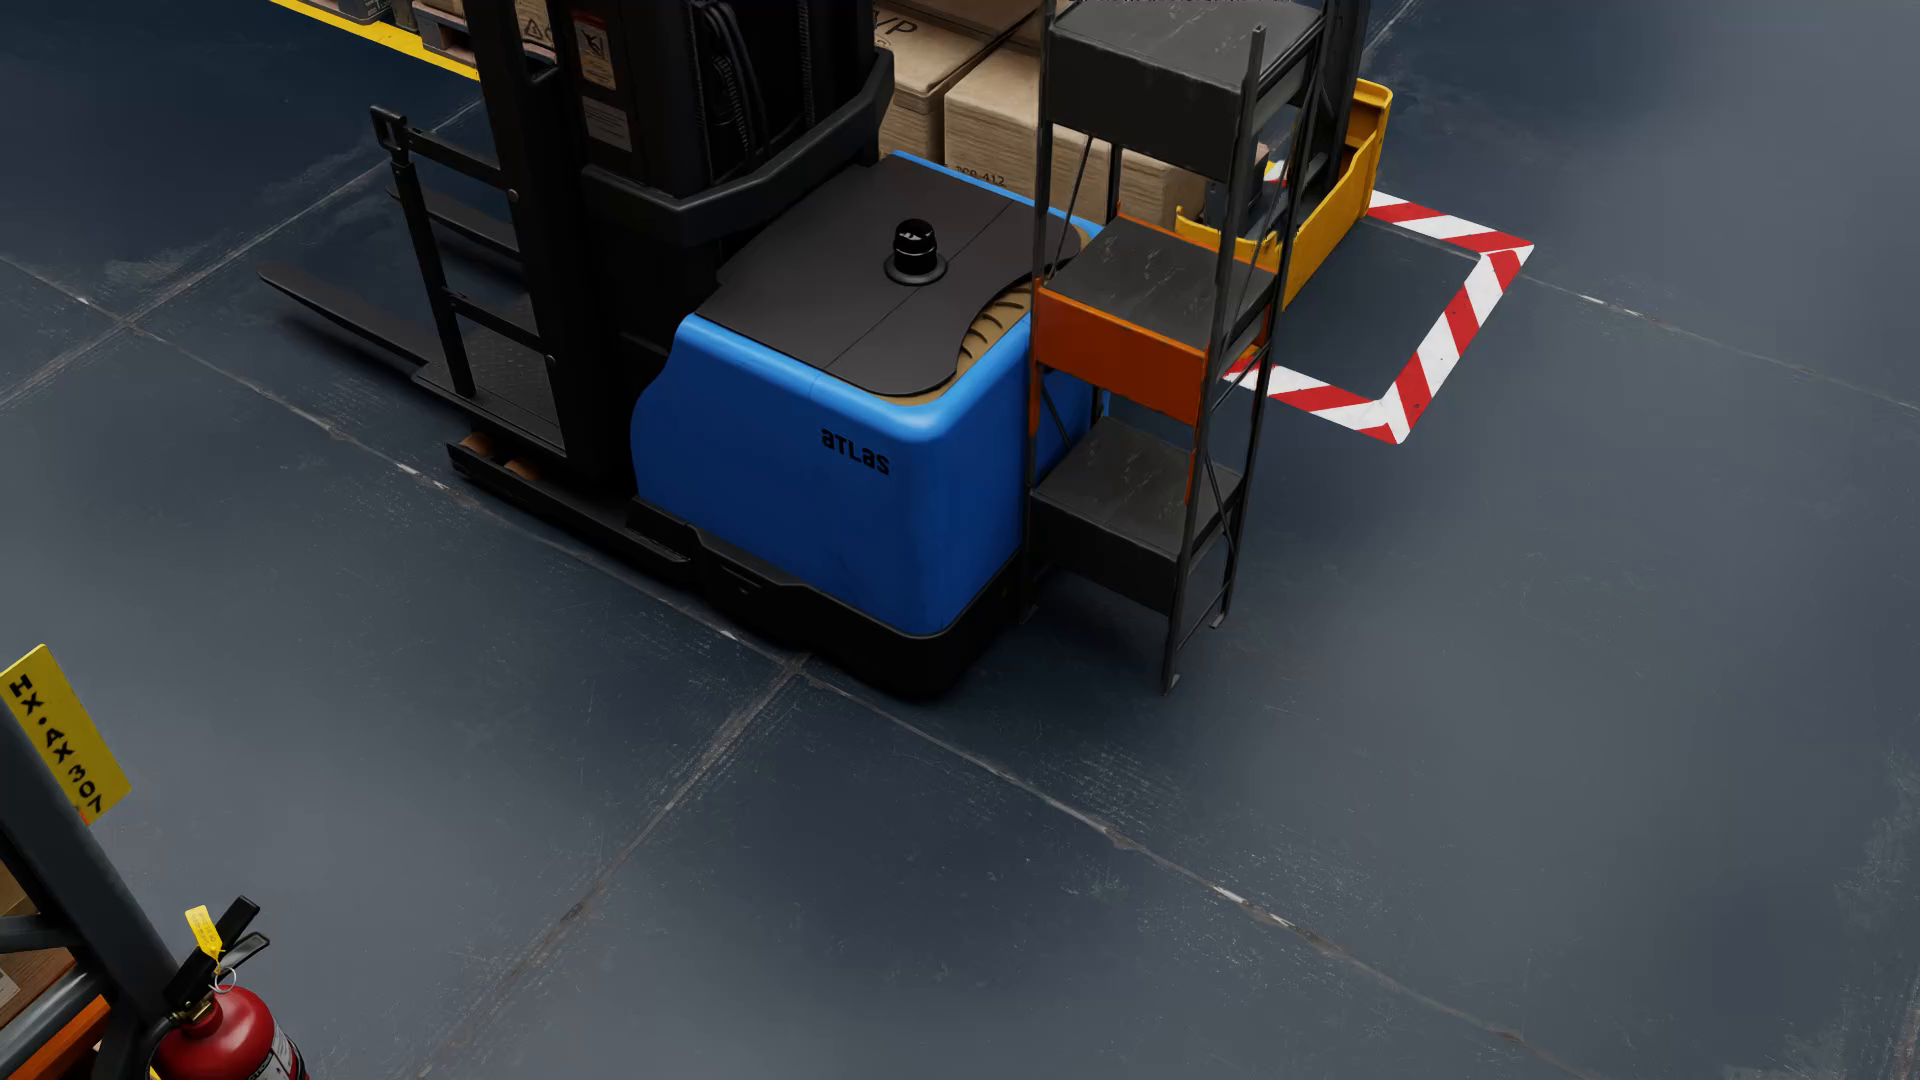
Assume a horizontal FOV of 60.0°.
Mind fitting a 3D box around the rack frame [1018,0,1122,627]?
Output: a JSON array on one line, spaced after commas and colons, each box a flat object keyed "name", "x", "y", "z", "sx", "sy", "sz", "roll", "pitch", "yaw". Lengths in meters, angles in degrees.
[{"name": "rack frame", "x": 0.293, "y": -0.592, "z": 4.361, "sx": 0.015, "sy": 2.100, "sz": 0.400, "roll": 26, "pitch": 51, "yaw": 23}]

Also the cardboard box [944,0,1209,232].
[{"name": "cardboard box", "x": 0.538, "y": -1.538, "z": 6.146, "sx": 0.875, "sy": 0.438, "sz": 0.875, "roll": 23, "pitch": 50, "yaw": 21}]

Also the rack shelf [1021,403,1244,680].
[{"name": "rack shelf", "x": 0.496, "y": 0.003, "z": 4.778, "sx": 0.480, "sy": 0.518, "sz": 0.431, "roll": 26, "pitch": 51, "yaw": 23}]

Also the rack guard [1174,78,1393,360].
[{"name": "rack guard", "x": 1.167, "y": -1.209, "z": 6.076, "sx": 0.348, "sy": 0.500, "sz": 1.175, "roll": 25, "pitch": 51, "yaw": 22}]

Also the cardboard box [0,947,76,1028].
[{"name": "cardboard box", "x": -1.658, "y": 0.704, "z": 2.650, "sx": 0.250, "sy": 0.149, "sz": 0.380, "roll": 24, "pitch": 51, "yaw": 22}]

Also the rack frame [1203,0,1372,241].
[{"name": "rack frame", "x": 1.147, "y": -2.089, "z": 5.188, "sx": 0.127, "sy": 3.000, "sz": 1.000, "roll": 25, "pitch": 51, "yaw": 22}]

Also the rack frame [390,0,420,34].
[{"name": "rack frame", "x": -2.220, "y": -3.638, "z": 6.693, "sx": 0.127, "sy": 3.000, "sz": 1.000, "roll": 25, "pitch": 51, "yaw": 22}]

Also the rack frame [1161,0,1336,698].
[{"name": "rack frame", "x": 0.699, "y": -0.398, "z": 4.172, "sx": 0.015, "sy": 2.100, "sz": 0.400, "roll": 26, "pitch": 51, "yaw": 23}]

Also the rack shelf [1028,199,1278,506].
[{"name": "rack shelf", "x": 0.496, "y": -0.485, "z": 4.276, "sx": 0.480, "sy": 0.518, "sz": 0.431, "roll": 26, "pitch": 51, "yaw": 23}]

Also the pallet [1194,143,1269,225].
[{"name": "pallet", "x": 0.432, "y": -1.379, "z": 6.443, "sx": 1.213, "sy": 0.211, "sz": 1.003, "roll": 25, "pitch": 51, "yaw": 22}]

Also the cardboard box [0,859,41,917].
[{"name": "cardboard box", "x": -1.766, "y": 0.519, "z": 2.551, "sx": 0.500, "sy": 0.250, "sz": 0.500, "roll": 25, "pitch": 51, "yaw": 22}]

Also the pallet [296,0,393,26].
[{"name": "pallet", "x": -2.910, "y": -2.919, "z": 7.939, "sx": 1.213, "sy": 0.211, "sz": 1.003, "roll": 25, "pitch": 51, "yaw": 22}]

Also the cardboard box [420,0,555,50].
[{"name": "cardboard box", "x": -1.749, "y": -2.583, "z": 7.162, "sx": 0.875, "sy": 0.438, "sz": 0.875, "roll": 24, "pitch": 50, "yaw": 22}]

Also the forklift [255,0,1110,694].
[{"name": "forklift", "x": -1.047, "y": -1.419, "z": 4.585, "sx": 3.031, "sy": 2.935, "sz": 1.130, "roll": 26, "pitch": 51, "yaw": 23}]

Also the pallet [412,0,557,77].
[{"name": "pallet", "x": -1.622, "y": -2.324, "z": 7.361, "sx": 1.213, "sy": 0.211, "sz": 1.003, "roll": 25, "pitch": 51, "yaw": 22}]

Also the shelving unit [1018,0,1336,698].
[{"name": "shelving unit", "x": 0.496, "y": -0.495, "z": 4.267, "sx": 0.503, "sy": 2.100, "sz": 0.431, "roll": 26, "pitch": 51, "yaw": 23}]

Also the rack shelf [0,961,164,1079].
[{"name": "rack shelf", "x": -3.213, "y": 0.385, "z": 3.286, "sx": 4.000, "sy": 0.370, "sz": 1.077, "roll": 25, "pitch": 51, "yaw": 22}]

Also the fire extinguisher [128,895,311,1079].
[{"name": "fire extinguisher", "x": -1.156, "y": 0.844, "z": 2.652, "sx": 0.183, "sy": 0.674, "sz": 0.296, "roll": 25, "pitch": 51, "yaw": 22}]

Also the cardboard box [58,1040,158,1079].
[{"name": "cardboard box", "x": -1.993, "y": 1.339, "z": 3.306, "sx": 0.637, "sy": 0.503, "sz": 0.797, "roll": 23, "pitch": 50, "yaw": 21}]

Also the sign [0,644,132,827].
[{"name": "sign", "x": -1.237, "y": 0.280, "z": 2.283, "sx": 0.005, "sy": 0.325, "sz": 0.100, "roll": 25, "pitch": 51, "yaw": 22}]

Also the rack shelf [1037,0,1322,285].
[{"name": "rack shelf", "x": 0.496, "y": -0.973, "z": 3.774, "sx": 0.480, "sy": 0.518, "sz": 0.431, "roll": 26, "pitch": 51, "yaw": 23}]

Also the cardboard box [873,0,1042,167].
[{"name": "cardboard box", "x": -0.237, "y": -1.887, "z": 6.486, "sx": 0.875, "sy": 0.438, "sz": 0.875, "roll": 26, "pitch": 51, "yaw": 23}]
